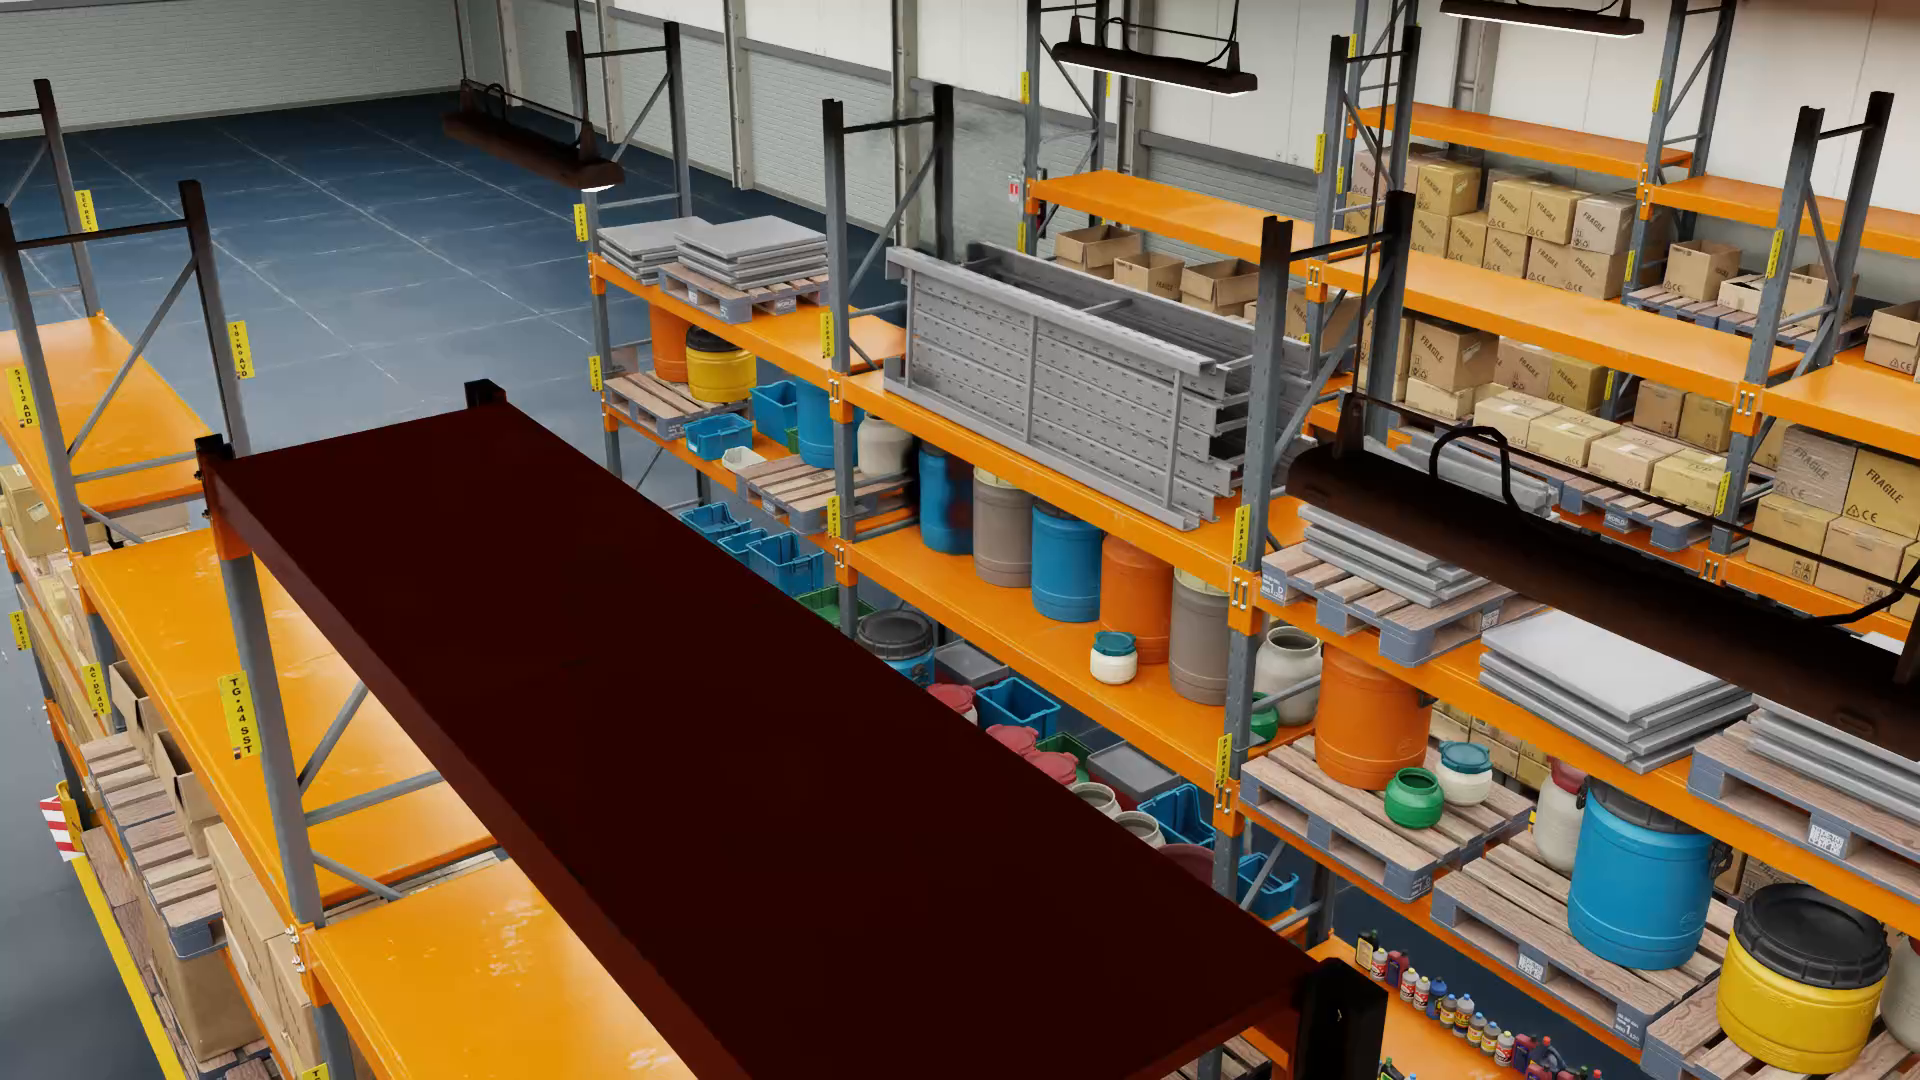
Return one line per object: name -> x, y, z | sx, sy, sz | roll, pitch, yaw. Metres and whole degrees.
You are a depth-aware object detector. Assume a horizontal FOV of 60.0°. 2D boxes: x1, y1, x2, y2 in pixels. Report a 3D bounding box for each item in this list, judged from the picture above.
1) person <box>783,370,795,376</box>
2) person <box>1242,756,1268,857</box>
person -> -1.879, -1.859, 20.990 | 0.735, 1.781, 0.633 | -12, 27, -24
person -> 2.139, 2.064, 12.544 | 0.553, 1.658, 0.726 | -19, 31, -35
